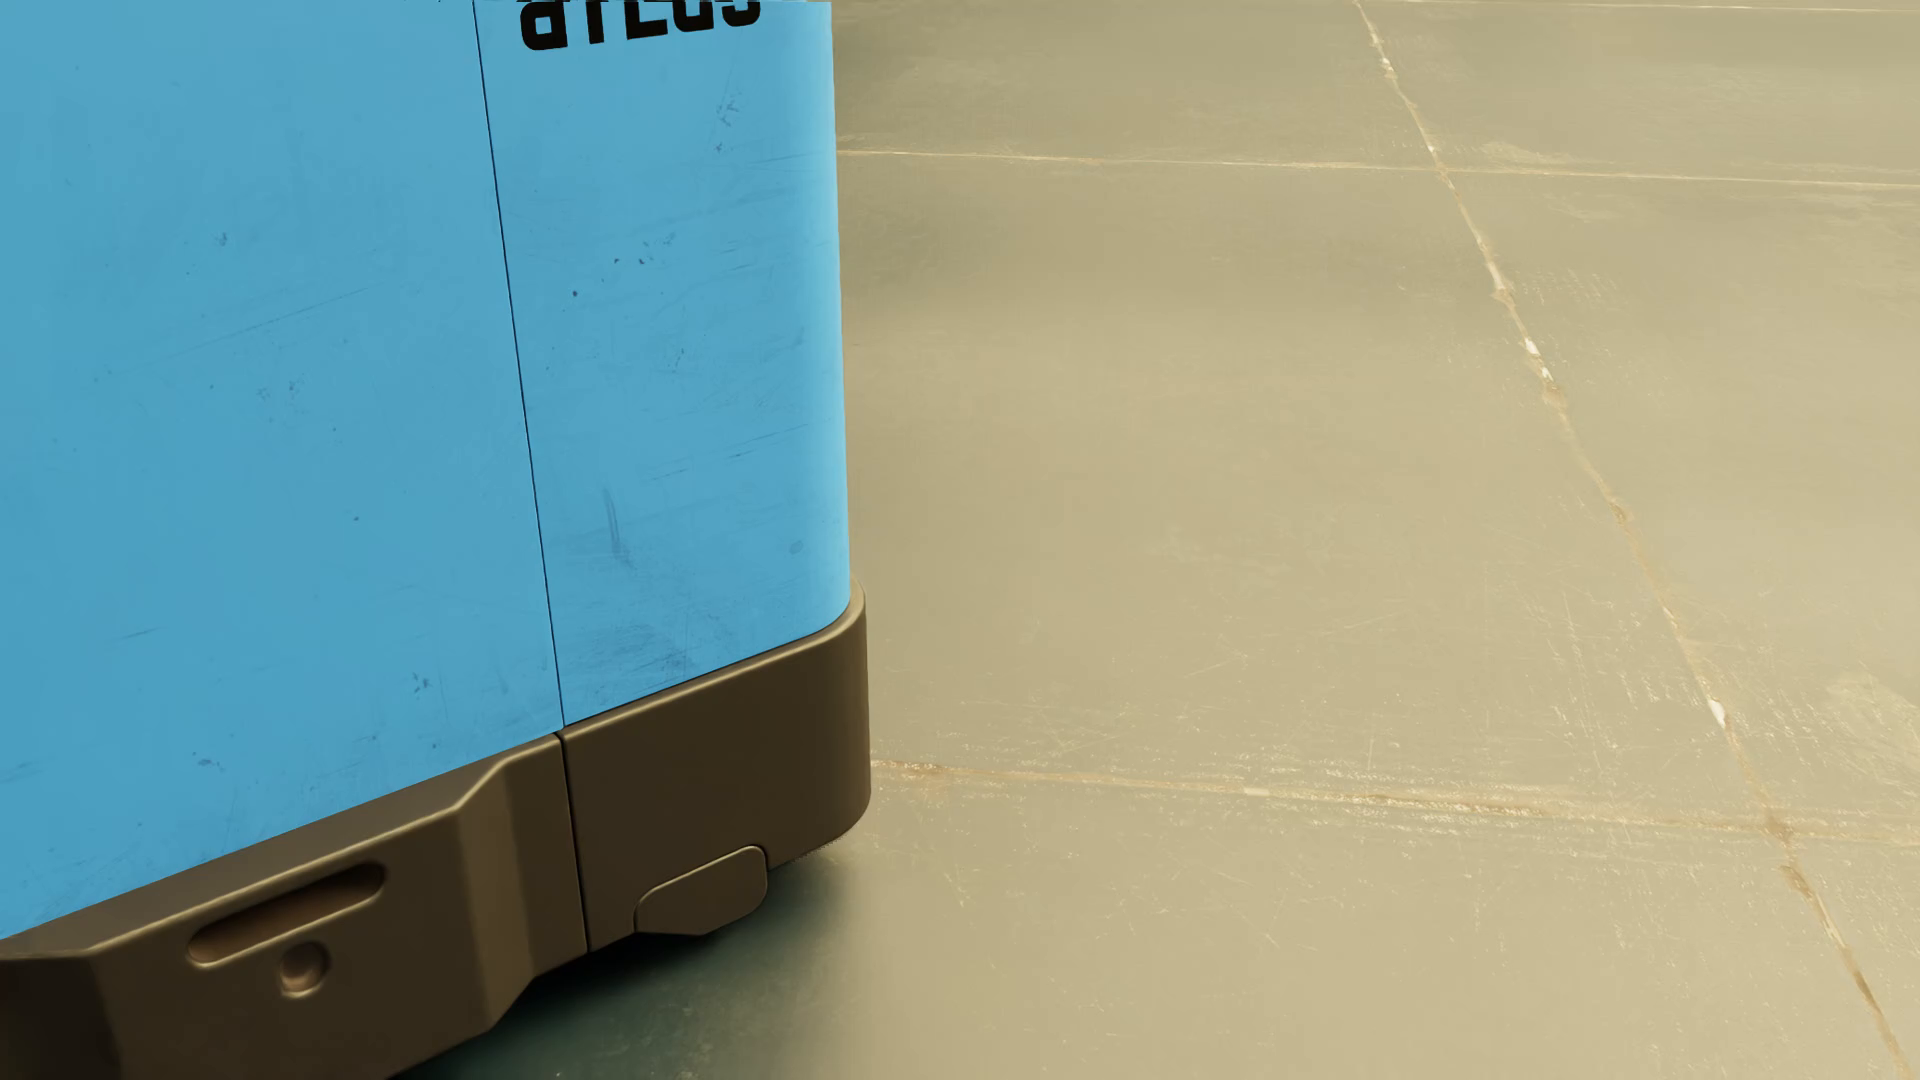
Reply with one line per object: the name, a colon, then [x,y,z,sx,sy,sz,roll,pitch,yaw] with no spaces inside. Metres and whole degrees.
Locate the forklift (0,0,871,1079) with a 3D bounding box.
forklift: [-1.562,-0.724,0.668,3.031,2.935,1.130,-20,33,-34]
